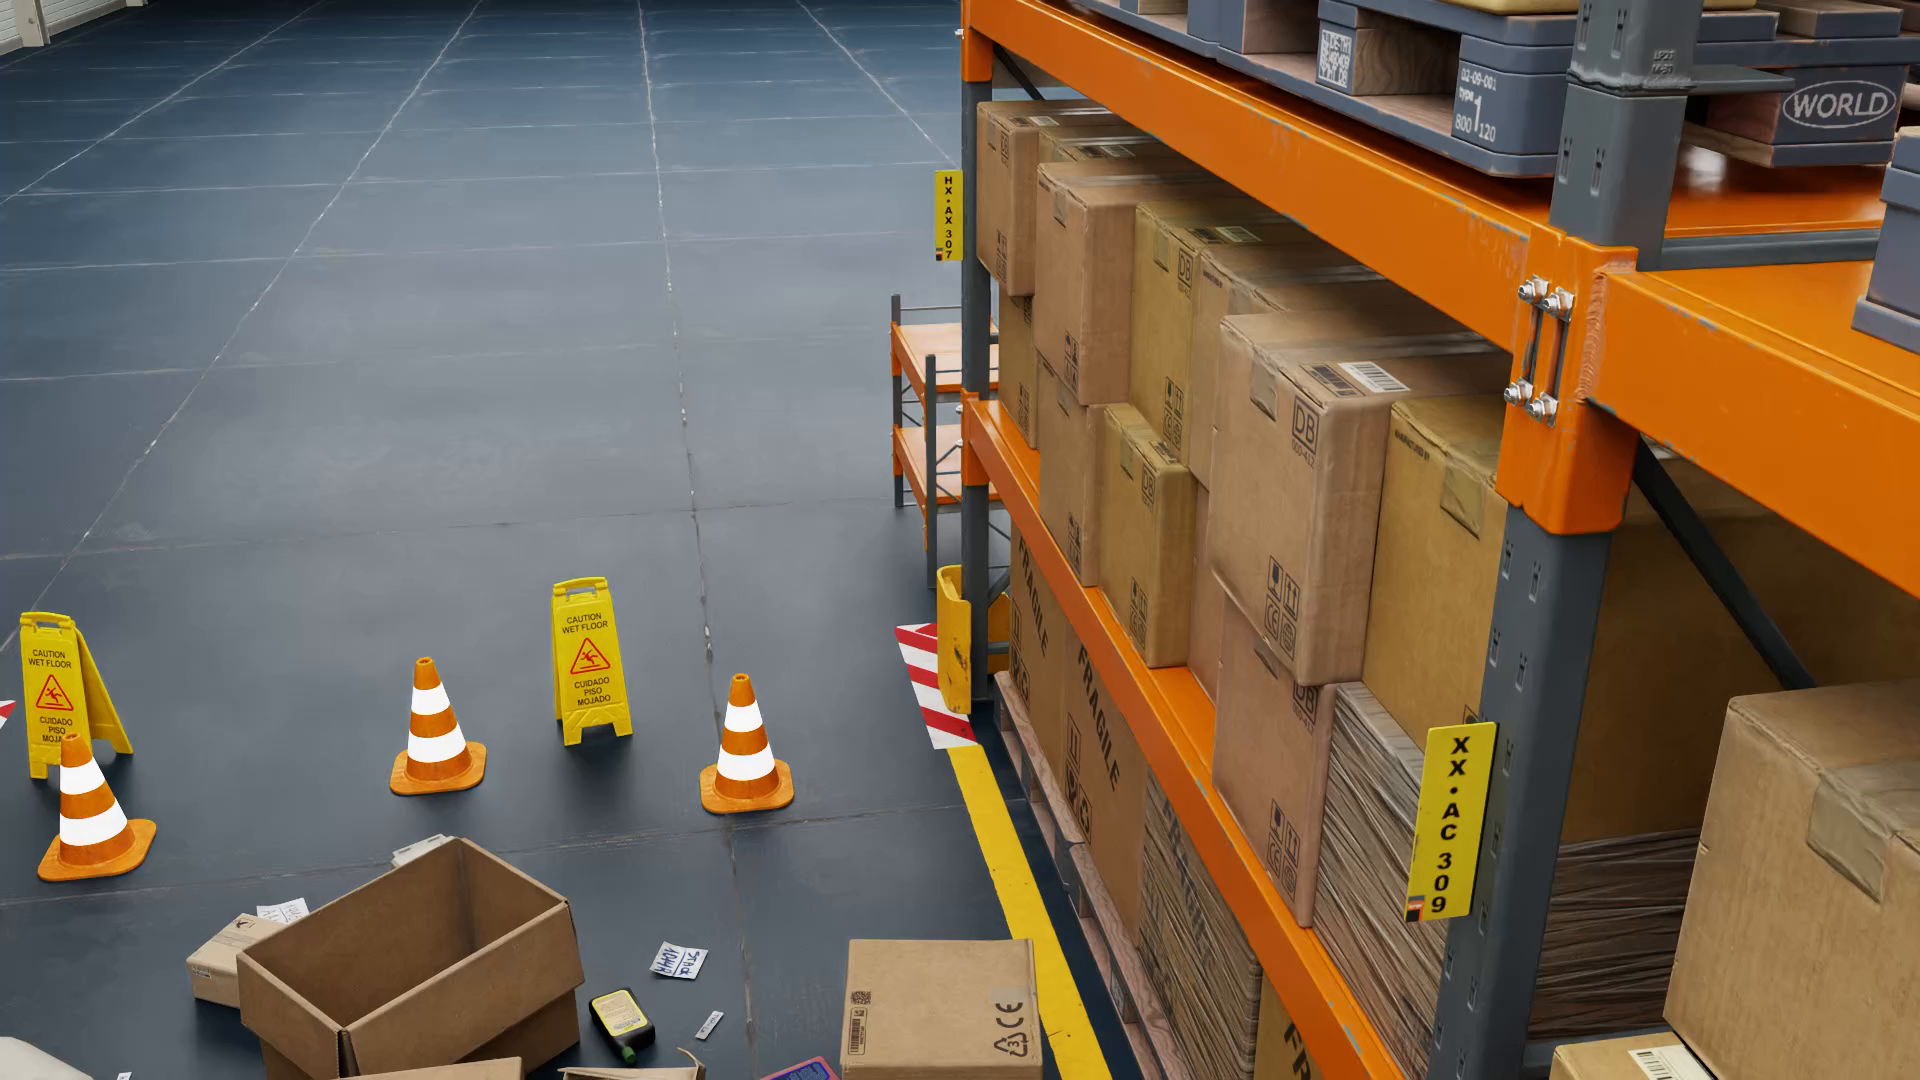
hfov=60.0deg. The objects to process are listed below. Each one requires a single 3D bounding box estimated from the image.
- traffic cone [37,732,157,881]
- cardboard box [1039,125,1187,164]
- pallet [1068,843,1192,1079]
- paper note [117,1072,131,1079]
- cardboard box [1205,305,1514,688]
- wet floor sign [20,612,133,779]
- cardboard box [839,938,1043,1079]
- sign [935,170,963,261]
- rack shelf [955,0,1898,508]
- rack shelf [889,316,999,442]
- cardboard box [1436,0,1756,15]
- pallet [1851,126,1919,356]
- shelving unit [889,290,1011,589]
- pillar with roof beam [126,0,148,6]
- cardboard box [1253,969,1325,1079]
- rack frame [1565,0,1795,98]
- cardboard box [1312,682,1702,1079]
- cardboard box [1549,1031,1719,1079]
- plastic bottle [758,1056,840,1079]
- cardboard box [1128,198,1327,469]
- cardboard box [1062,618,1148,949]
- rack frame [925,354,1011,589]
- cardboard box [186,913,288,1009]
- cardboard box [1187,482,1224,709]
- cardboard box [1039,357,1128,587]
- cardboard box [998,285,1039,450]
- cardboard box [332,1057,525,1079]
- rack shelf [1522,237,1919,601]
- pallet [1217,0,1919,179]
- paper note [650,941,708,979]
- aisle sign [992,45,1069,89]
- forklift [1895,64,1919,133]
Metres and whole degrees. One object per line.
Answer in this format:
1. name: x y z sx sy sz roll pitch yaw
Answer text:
1. traffic cone: -2.991 0.869 5.683 0.336 0.463 0.334 -4 24 -10
2. cardboard box: 0.730 -0.979 5.207 0.875 0.550 0.550 -4 24 -10
3. pallet: 0.954 1.292 5.028 1.003 0.211 1.213 -4 24 -10
4. paper note: -2.373 1.547 4.696 0.032 0.001 0.123 -4 24 -10
5. cardboard box: 0.997 -0.119 3.239 0.875 0.550 0.550 -4 24 -10
6. wet floor sign: -3.322 0.557 6.167 0.267 0.644 0.232 4 24 9
7. cardboard box: -0.049 1.409 4.395 0.500 0.500 0.500 0 24 -1
8. sign: -0.039 -1.168 5.996 0.100 0.325 0.005 -4 24 -10
9. rack shelf: 0.877 -1.032 4.016 1.077 0.370 4.000 -4 24 -10
10. rack shelf: 0.001 -0.781 7.902 0.538 0.278 1.000 -4 24 -10
11. cardboard box: 0.865 -0.818 2.291 0.380 0.149 0.250 -4 24 -10
12. pallet: 1.465 -0.130 1.292 0.805 0.209 1.217 -5 24 -12
13. shelving unit: 0.001 -0.513 8.019 0.538 1.125 1.048 -4 24 -10
14. pillar with roof beam: -11.290 -14.526 30.266 9.100 9.000 0.400 -4 24 -10
15. cardboard box: 1.199 1.328 3.591 0.875 0.875 0.875 -4 24 -9
16. rack frame: 1.247 -1.950 1.470 1.000 3.000 0.127 -4 24 -10
17. cardboard box: 1.167 0.587 2.971 0.875 0.550 0.550 -4 24 -10
18. cardboard box: 1.080 0.981 2.132 0.500 0.500 0.500 -4 24 -9
19. plastic bottle: -0.485 1.543 4.640 0.283 0.061 0.133 -13 27 -28
20. cardboard box: 0.926 -0.550 4.224 0.875 0.550 0.500 -4 24 -10
21. cardboard box: 0.862 0.615 5.223 0.875 0.875 0.875 -5 24 -11
22. rack frame: 0.095 -0.313 7.561 0.500 1.125 0.032 -4 24 -10
23. cardboard box: -2.111 1.305 5.077 0.380 0.149 0.250 8 25 18
24. cardboard box: 1.059 0.151 3.969 0.875 0.550 0.550 -4 24 -10
25. cardboard box: 0.724 -0.255 4.900 0.875 0.550 0.550 -4 24 -10
26. cardboard box: 0.620 -0.700 5.917 0.875 0.550 0.550 -4 24 -10
27. cardboard box: -1.345 1.585 3.823 0.797 0.637 0.503 -4 24 -10
28. rack shelf: 1.617 0.541 0.414 1.077 0.370 4.000 -4 24 -10
29. pallet: 1.106 -0.857 2.827 1.003 0.211 1.213 -4 24 -10
30. paper note: -0.879 1.314 5.206 0.144 0.017 0.142 4 24 9
31. aisle sign: 0.199 -1.971 5.766 0.394 0.787 0.004 -4 24 -10
32. forklift: 3.524 -0.511 5.757 1.130 2.935 3.031 -15 28 -31
